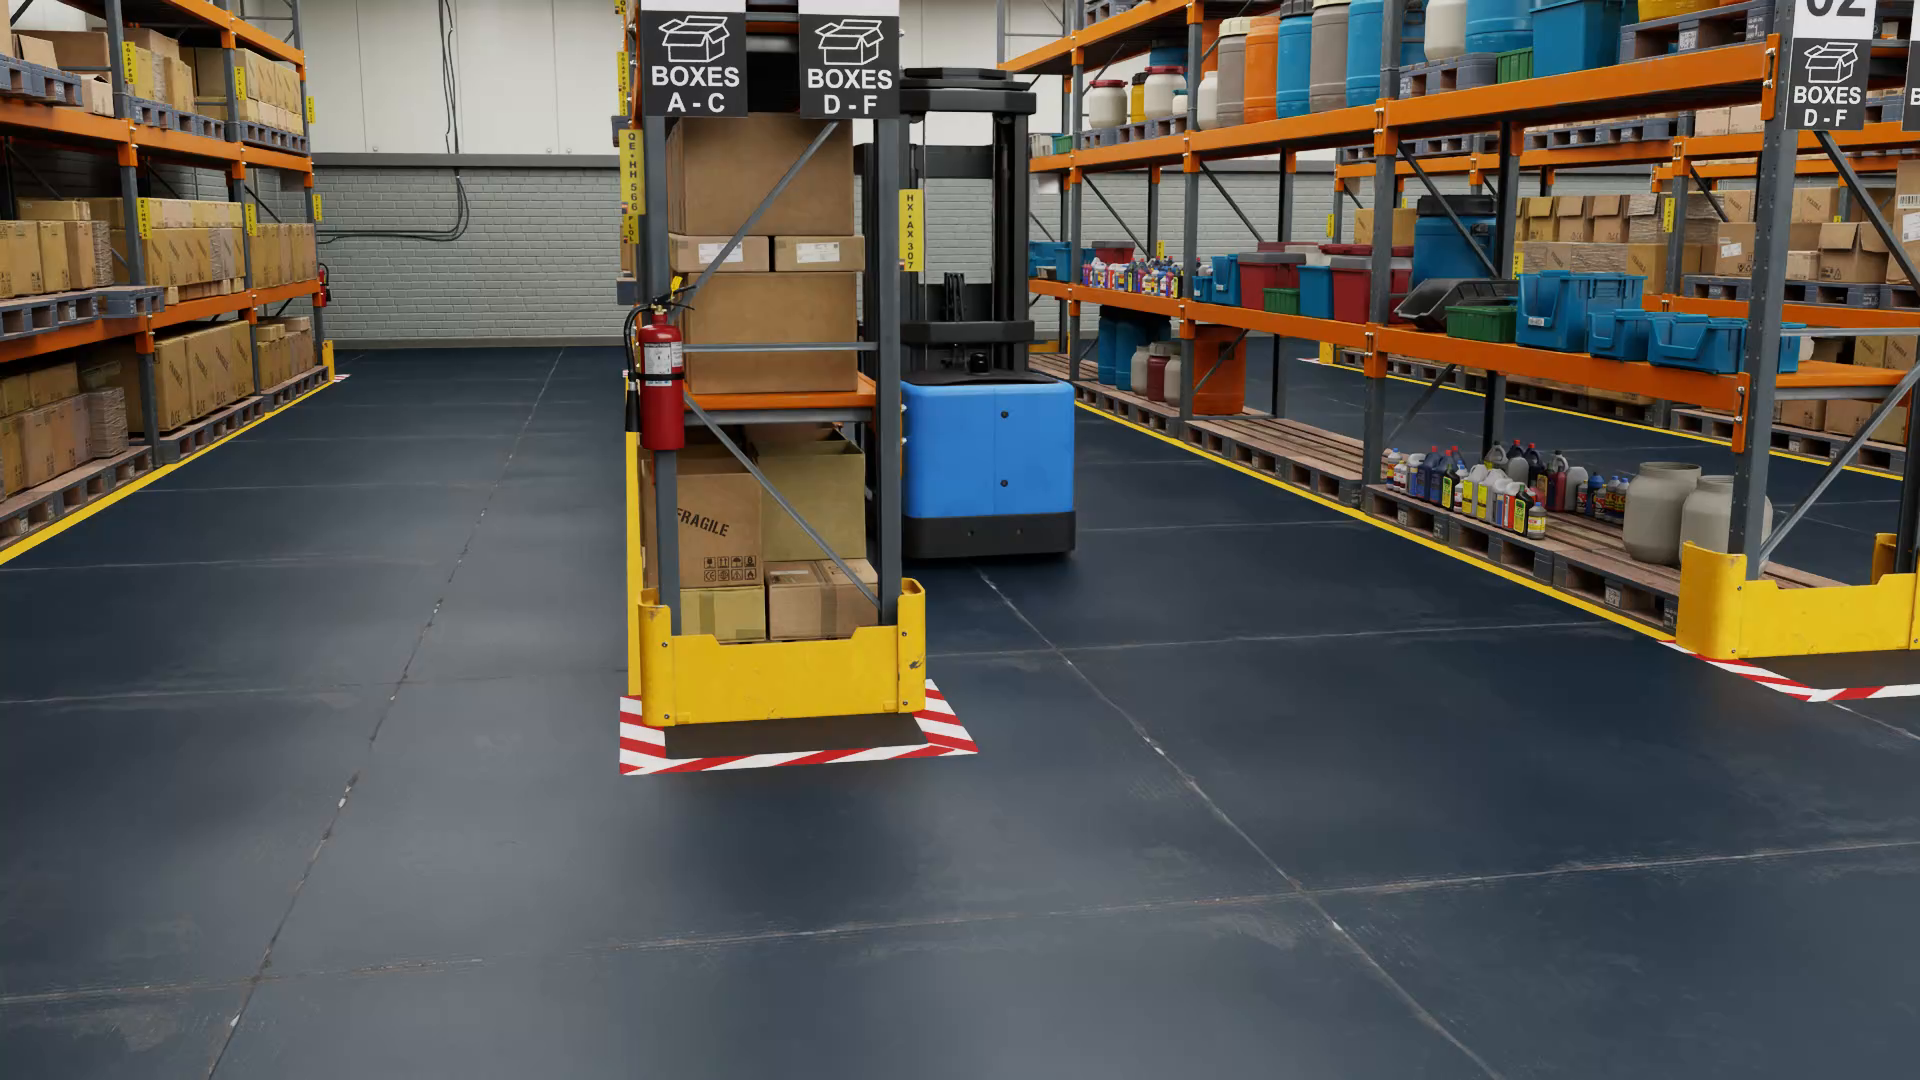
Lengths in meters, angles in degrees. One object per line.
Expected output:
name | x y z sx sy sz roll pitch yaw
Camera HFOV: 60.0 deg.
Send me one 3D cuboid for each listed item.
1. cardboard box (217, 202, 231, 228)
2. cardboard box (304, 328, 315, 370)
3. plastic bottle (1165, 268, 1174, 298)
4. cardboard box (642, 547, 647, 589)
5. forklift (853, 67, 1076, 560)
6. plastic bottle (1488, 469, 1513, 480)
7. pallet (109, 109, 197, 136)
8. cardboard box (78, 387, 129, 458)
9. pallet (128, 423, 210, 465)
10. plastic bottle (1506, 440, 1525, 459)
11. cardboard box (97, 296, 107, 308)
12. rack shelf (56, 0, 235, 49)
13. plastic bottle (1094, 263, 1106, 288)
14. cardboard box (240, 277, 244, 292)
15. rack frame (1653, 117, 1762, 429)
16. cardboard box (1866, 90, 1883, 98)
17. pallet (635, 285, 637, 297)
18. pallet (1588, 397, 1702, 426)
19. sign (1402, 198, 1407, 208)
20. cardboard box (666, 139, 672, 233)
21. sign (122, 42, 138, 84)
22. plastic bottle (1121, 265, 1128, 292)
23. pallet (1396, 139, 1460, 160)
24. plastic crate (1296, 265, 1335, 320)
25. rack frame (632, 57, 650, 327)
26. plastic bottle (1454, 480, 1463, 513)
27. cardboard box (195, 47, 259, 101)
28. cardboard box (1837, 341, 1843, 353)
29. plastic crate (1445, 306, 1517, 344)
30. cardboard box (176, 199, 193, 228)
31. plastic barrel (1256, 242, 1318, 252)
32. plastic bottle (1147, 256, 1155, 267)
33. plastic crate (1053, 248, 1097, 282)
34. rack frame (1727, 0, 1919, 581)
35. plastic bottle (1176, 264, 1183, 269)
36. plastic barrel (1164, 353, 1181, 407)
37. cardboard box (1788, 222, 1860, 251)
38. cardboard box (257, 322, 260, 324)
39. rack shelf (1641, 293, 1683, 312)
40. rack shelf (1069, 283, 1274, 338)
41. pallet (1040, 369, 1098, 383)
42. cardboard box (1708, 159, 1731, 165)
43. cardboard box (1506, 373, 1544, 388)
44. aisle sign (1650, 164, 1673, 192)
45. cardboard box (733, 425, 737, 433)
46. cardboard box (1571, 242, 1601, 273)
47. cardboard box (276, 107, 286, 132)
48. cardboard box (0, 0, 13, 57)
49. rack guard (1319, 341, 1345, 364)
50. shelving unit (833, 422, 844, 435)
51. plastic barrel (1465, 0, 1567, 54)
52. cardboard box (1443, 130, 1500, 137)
cardboard box | -7.506 -3.196 16.346 0.500 0.250 0.500 -2 11 -10
cardboard box | -8.482 -2.381 20.744 0.700 0.500 0.500 -2 11 -11
plastic bottle | 2.016 -2.464 15.931 0.061 0.283 0.133 -2 11 -11
cardboard box | -1.249 0.192 7.895 0.500 0.250 0.500 -2 11 -11
forklift | -0.151 -1.554 11.023 1.130 2.935 3.031 -3 11 -13
plastic bottle | 3.346 -0.299 10.352 0.152 0.276 0.135 -2 11 -11
pallet | -7.557 -3.762 14.921 1.003 0.211 1.213 -2 11 -8
cardboard box | -6.969 -0.918 13.005 0.700 0.500 0.500 -2 11 -10
pallet | -7.239 -0.837 14.531 1.003 0.211 1.213 -2 11 -11
plastic bottle | 3.744 -0.494 11.176 0.144 0.351 0.185 -2 11 -13
cardboard box | -6.997 -2.015 13.879 0.380 0.149 0.250 -2 11 -12
rack shelf | -7.549 -4.824 14.967 1.077 0.370 4.000 -2 11 -11
plastic bottle | 1.568 -2.927 18.384 0.152 0.276 0.135 -2 11 -11
cardboard box | -7.594 -2.628 17.101 0.380 0.149 0.250 -2 11 -10
rack frame | 7.416 -2.600 16.336 1.000 3.000 0.127 -2 11 -11
cardboard box | 7.732 -3.772 13.971 0.380 0.166 0.250 -2 11 -13
pallet | -2.684 -2.503 16.337 1.003 0.211 1.213 -2 11 -11
pallet | 7.337 -1.378 17.370 1.003 0.211 1.213 -2 11 -11
sign | 6.395 -4.770 24.004 0.100 0.325 0.005 -2 11 -11
cardboard box | -1.235 -1.928 9.066 0.700 0.500 0.500 -2 11 -11
sign | -6.627 -3.807 13.269 0.100 0.325 0.005 -2 11 -11
plastic bottle | 1.736 -2.739 17.410 0.097 0.271 0.097 0 11 0
pallet | 6.256 -5.138 21.881 1.003 0.211 1.213 -2 11 -11
plastic crate | 2.816 -1.870 12.540 0.392 0.384 0.575 -2 11 -11
rack frame | -1.523 -1.507 10.592 1.000 3.000 0.127 -2 11 -11
plastic bottle | 3.155 -0.277 10.439 0.097 0.201 0.097 0 11 0
cardboard box | -7.801 -4.958 17.706 0.500 0.500 0.500 -2 11 -12
cardboard box | 11.150 -2.494 21.483 0.380 0.149 0.250 -2 11 -10
plastic crate | 3.323 -1.323 10.193 0.450 0.188 0.662 -2 11 -11
cardboard box | -7.202 -2.916 14.873 0.500 0.250 0.500 -2 11 -11
plastic barrel | 2.945 -2.413 14.987 0.600 0.536 0.708 -2 11 -11
plastic bottle | 2.138 -2.968 18.398 0.144 0.351 0.185 -2 11 -11
plastic crate | 1.355 -3.249 19.624 0.392 0.384 0.575 -2 11 -11
rack frame | 4.114 -0.953 7.680 1.000 3.000 0.127 -2 11 -11
plastic bottle | 2.369 -2.848 17.970 0.152 0.276 0.135 -2 11 -11
plastic barrel | 2.249 -1.594 16.578 0.421 0.512 0.421 0 11 0
cardboard box | 7.767 -2.659 15.255 0.700 0.500 0.500 0 11 -3
cardboard box | -8.454 -2.483 19.545 0.380 0.149 0.250 -2 11 -10
rack shelf | 7.027 -2.614 18.330 1.077 0.370 4.000 -2 11 -11
rack shelf | 2.169 -2.434 17.384 1.077 0.370 4.000 -2 11 -11
pallet | 1.599 -1.917 20.206 1.003 0.211 1.213 -2 11 -11
cardboard box | 10.793 -5.347 23.145 0.500 0.250 0.500 -2 11 -13
cardboard box | 6.957 -2.216 18.876 1.225 0.875 0.875 -3 11 -13
aisle sign | 10.437 -5.509 24.665 0.394 0.787 0.004 -2 11 -11
cardboard box | -1.032 -0.470 9.370 0.500 0.500 0.500 -2 11 -11
cardboard box | 6.882 -2.918 17.736 0.500 0.500 0.500 -2 11 -13
cardboard box | -8.105 -4.867 19.233 0.500 0.250 0.500 -2 11 -13
cardboard box | -6.650 -3.385 11.043 0.500 0.500 0.500 -3 11 -13
rack guard | 5.856 -2.844 24.301 1.175 0.500 0.348 -2 11 -11
shelving unit | -0.810 -0.472 10.216 0.189 1.200 0.258 -1 -29 -10
plastic barrel | 3.425 -3.426 10.189 0.600 0.901 0.708 -2 11 -11
cardboard box | 6.427 -5.253 20.594 0.700 0.500 0.500 -3 11 -14
